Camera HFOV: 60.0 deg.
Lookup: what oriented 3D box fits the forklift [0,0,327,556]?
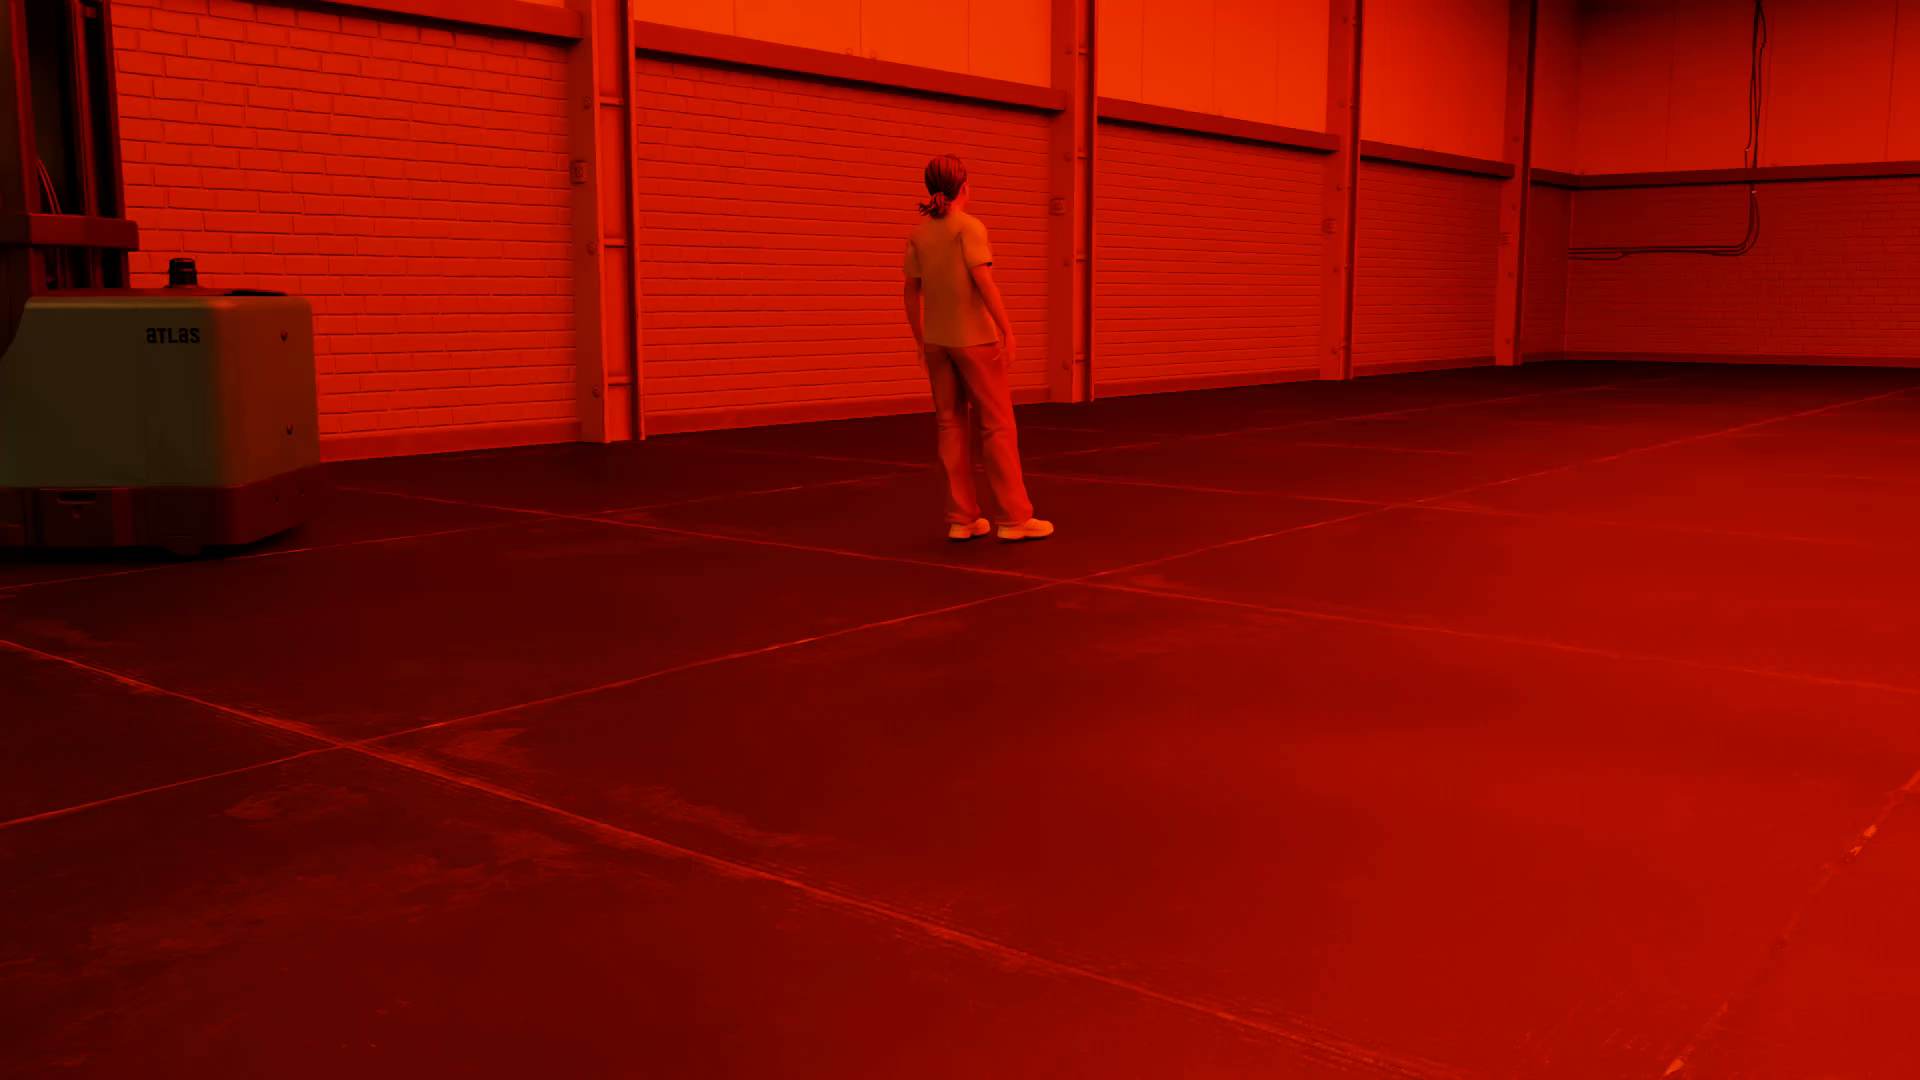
[{"bbox_3d":[-4.436,-1.427,7.031,3.031,2.935,1.130,0,8,-1],"label":"forklift"}]

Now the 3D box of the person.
[{"bbox_3d":[0.055,-0.844,7.333,0.554,1.673,0.548,7,11,38],"label":"person"}]
